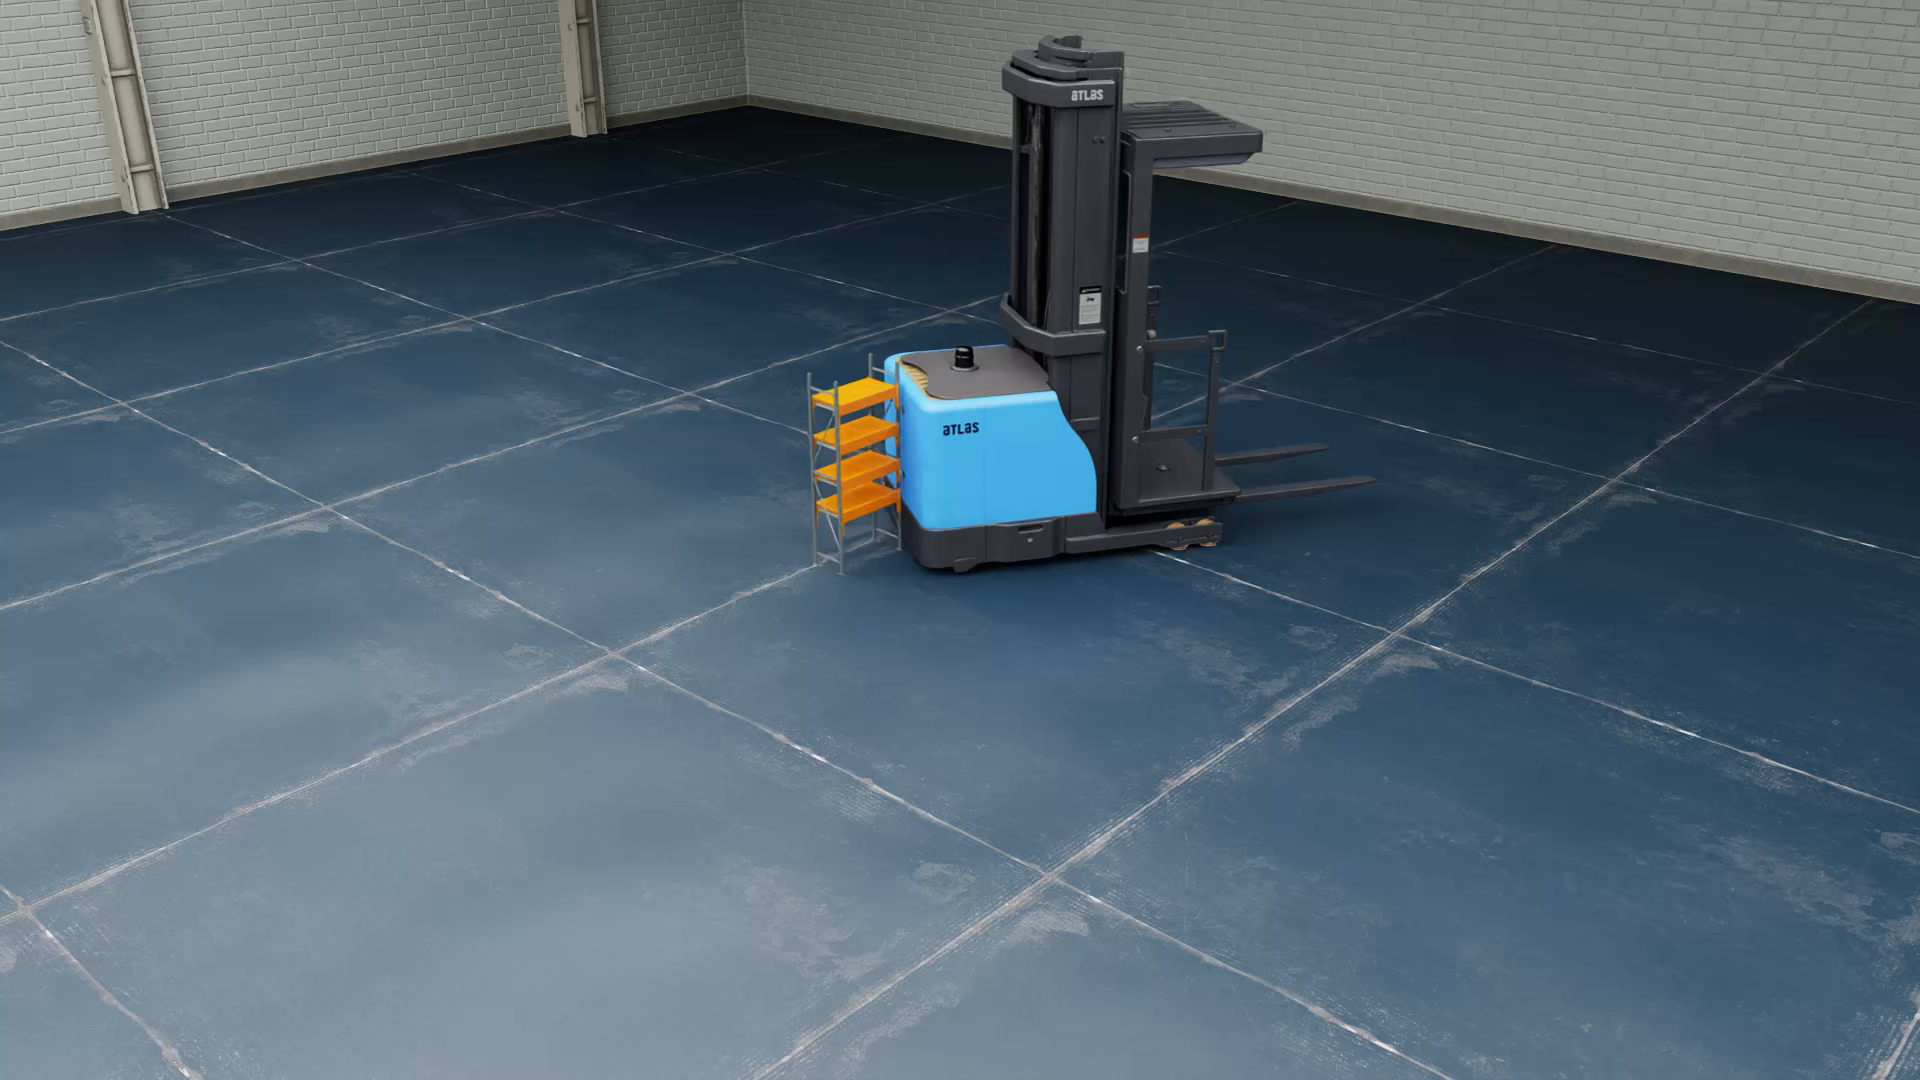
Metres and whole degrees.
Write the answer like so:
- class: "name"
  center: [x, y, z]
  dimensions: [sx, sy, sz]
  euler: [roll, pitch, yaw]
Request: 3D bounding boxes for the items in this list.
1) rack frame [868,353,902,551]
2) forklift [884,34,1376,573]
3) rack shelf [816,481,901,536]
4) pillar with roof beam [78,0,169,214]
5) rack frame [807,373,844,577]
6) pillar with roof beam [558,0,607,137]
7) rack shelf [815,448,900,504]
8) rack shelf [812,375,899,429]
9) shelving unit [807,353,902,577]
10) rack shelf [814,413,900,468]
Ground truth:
- class: "rack frame"
  center: [-0.444, -0.513, 9.928]
  dimensions: [0.240, 1.200, 0.015]
  euler: [21, 31, 38]
- class: "forklift"
  center: [1.098, -1.473, 9.953]
  dimensions: [3.031, 2.935, 1.130]
  euler: [-7, 25, -15]
- class: "rack shelf"
  center: [-0.609, -0.197, 9.873]
  dimensions: [0.258, 0.148, 0.480]
  euler: [21, 31, 38]
- class: "pillar with roof beam"
  center: [-5.822, -6.601, 13.973]
  dimensions: [9.100, 9.000, 0.400]
  euler: [20, 31, 38]
- class: "rack frame"
  center: [-0.775, -0.366, 9.600]
  dimensions: [0.240, 1.200, 0.015]
  euler: [21, 31, 38]
- class: "pillar with roof beam"
  center: [-1.818, -8.429, 18.050]
  dimensions: [9.100, 9.000, 0.400]
  euler: [20, 31, 38]
- class: "rack shelf"
  center: [-0.609, -0.378, 9.792]
  dimensions: [0.258, 0.148, 0.480]
  euler: [21, 31, 38]
- class: "rack shelf"
  center: [-0.609, -0.798, 9.603]
  dimensions: [0.258, 0.148, 0.480]
  euler: [21, 31, 38]
- class: "shelving unit"
  center: [-0.609, -0.440, 9.764]
  dimensions: [0.258, 1.200, 0.503]
  euler: [21, 31, 38]
- class: "rack shelf"
  center: [-0.609, -0.582, 9.700]
  dimensions: [0.258, 0.148, 0.480]
  euler: [21, 31, 38]
